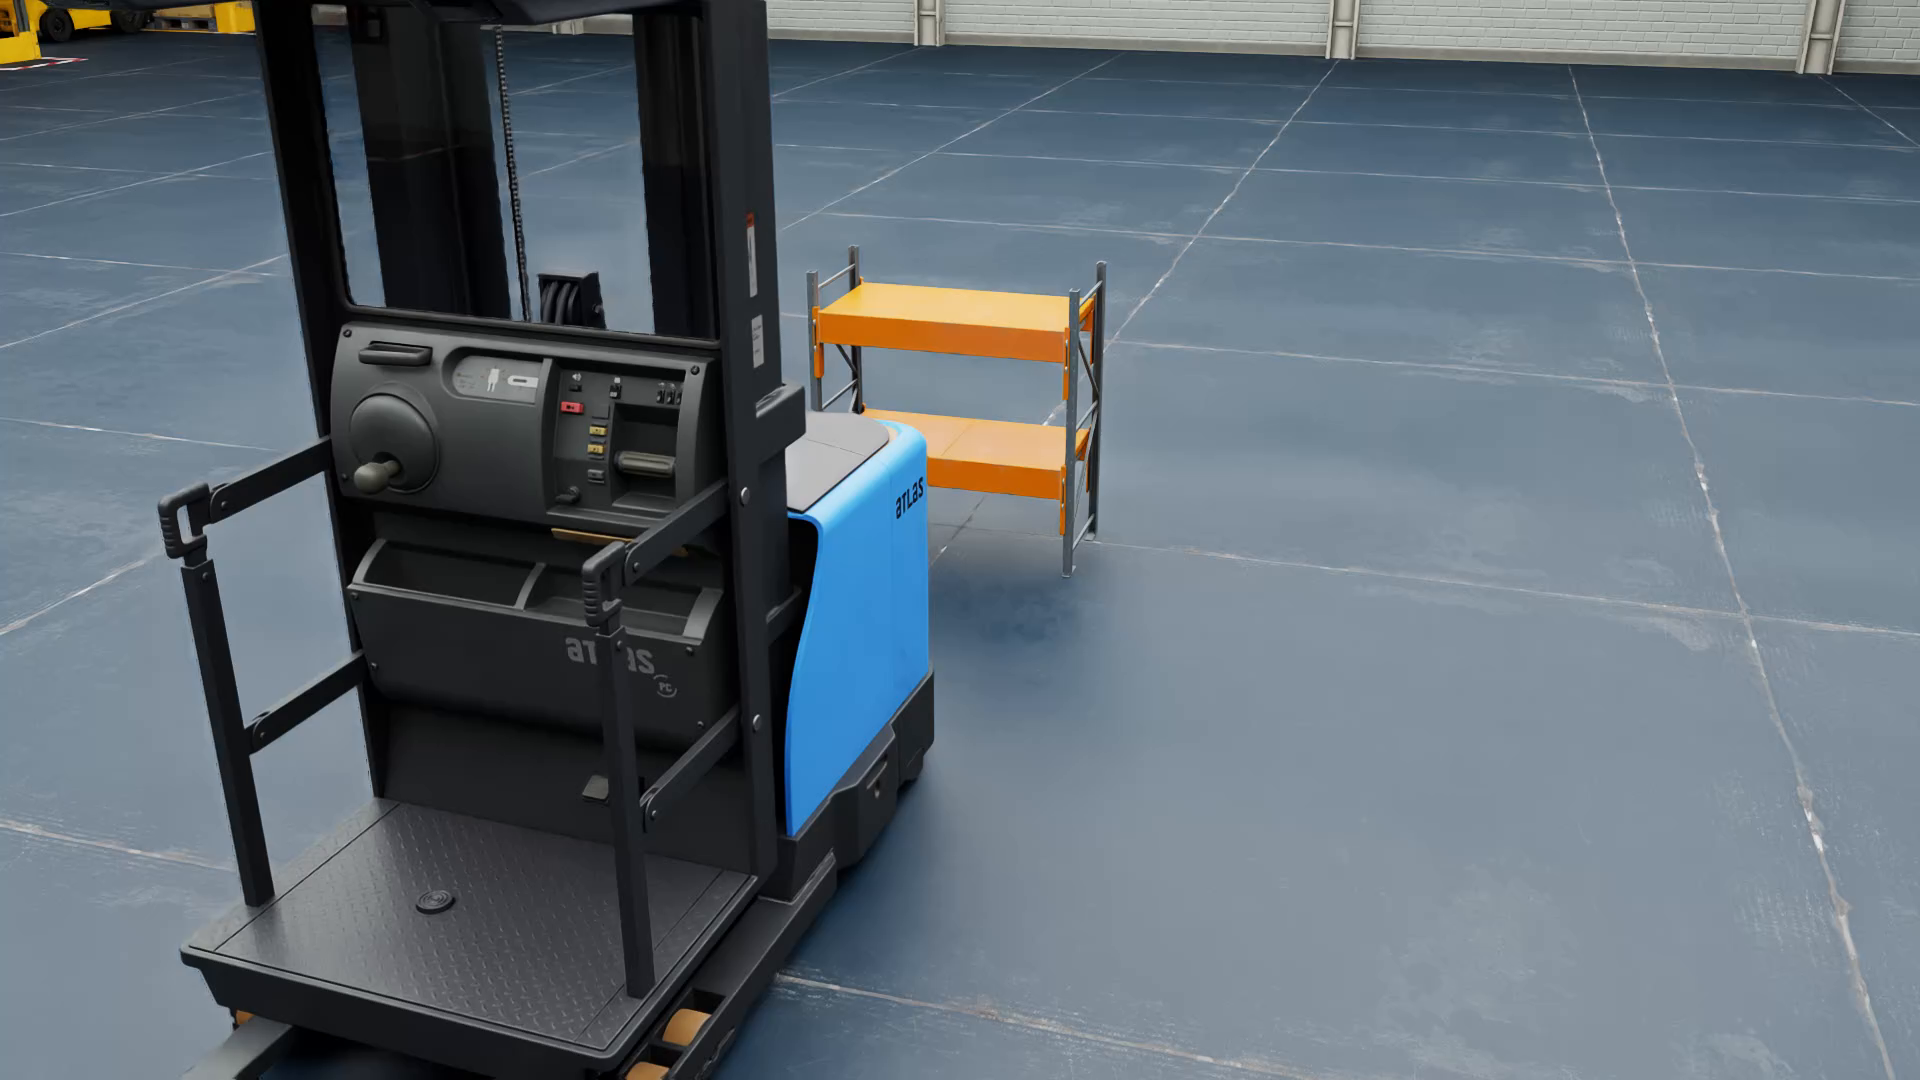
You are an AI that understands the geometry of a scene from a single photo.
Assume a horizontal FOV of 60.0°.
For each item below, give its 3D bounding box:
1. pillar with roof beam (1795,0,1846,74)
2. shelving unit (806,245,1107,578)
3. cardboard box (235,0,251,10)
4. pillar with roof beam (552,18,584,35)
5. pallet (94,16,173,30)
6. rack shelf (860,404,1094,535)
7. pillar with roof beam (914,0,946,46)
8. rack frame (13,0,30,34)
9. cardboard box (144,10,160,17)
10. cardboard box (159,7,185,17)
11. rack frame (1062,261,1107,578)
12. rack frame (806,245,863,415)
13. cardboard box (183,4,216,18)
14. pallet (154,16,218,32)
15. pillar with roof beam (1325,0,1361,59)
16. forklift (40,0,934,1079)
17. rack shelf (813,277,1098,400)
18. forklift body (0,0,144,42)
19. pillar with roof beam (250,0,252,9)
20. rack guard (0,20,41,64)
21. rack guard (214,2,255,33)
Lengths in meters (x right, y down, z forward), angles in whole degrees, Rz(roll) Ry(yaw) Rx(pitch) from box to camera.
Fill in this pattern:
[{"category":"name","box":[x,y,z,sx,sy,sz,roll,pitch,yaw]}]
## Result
[{"category":"pillar with roof beam","box":[9.797,-8.650,15.999,0.400,9.000,9.100,7,23,16]},{"category":"shelving unit","box":[-0.006,-0.521,6.558,1.048,1.125,0.538,7,23,16]},{"category":"cardboard box","box":[-11.944,-8.712,27.127,0.500,0.250,0.500,7,23,16]},{"category":"pillar with roof beam","box":[-7.435,-10.623,20.810,0.400,9.000,9.100,7,23,16]},{"category":"pallet","box":[-13.438,-8.578,27.405,1.213,0.211,1.003,7,23,15]},{"category":"rack shelf","box":[-0.006,-0.295,6.651,1.000,0.278,0.538,7,23,16]},{"category":"pillar with roof beam","box":[-1.691,-9.965,19.206,0.400,9.000,9.100,7,23,16]},{"category":"rack frame","box":[-12.960,-7.862,21.983,0.127,3.000,1.000,7,23,16]},{"category":"cardboard box","box":[-13.021,-8.640,26.951,0.500,0.250,0.500,7,23,16]},{"category":"cardboard box","box":[-12.544,-8.582,26.810,0.500,0.250,0.500,7,23,15]},{"category":"rack frame","box":[0.480,-0.465,6.422,0.032,1.125,0.500,7,23,16]},{"category":"rack frame","box":[-0.493,-0.577,6.694,0.032,1.125,0.500,7,23,16]},{"category":"cardboard box","box":[-12.071,-8.524,26.668,0.500,0.250,0.500,7,23,16]},{"category":"pallet","box":[-12.274,-8.444,27.077,1.213,0.211,1.003,7,23,16]},{"category":"pillar with roof beam","box":[4.053,-9.307,17.603,0.400,9.000,9.100,7,23,16]},{"category":"forklift","box":[-1.050,-0.230,3.469,1.130,2.935,3.031,8,24,18]},{"category":"rack shelf","box":[-0.006,-0.792,6.447,1.000,0.278,0.538,7,23,16]},{"category":"forklift body","box":[-13.872,-8.818,25.432,1.214,2.155,2.313,7,23,16]},{"category":"pillar with roof beam","box":[-13.180,-11.281,22.413,0.400,9.000,9.100,7,23,16]},{"category":"rack guard","box":[-13.033,-6.713,22.478,0.348,0.500,1.175,7,23,16]},{"category":"rack guard","box":[-11.507,-8.506,26.848,0.348,0.500,1.175,7,23,16]}]
